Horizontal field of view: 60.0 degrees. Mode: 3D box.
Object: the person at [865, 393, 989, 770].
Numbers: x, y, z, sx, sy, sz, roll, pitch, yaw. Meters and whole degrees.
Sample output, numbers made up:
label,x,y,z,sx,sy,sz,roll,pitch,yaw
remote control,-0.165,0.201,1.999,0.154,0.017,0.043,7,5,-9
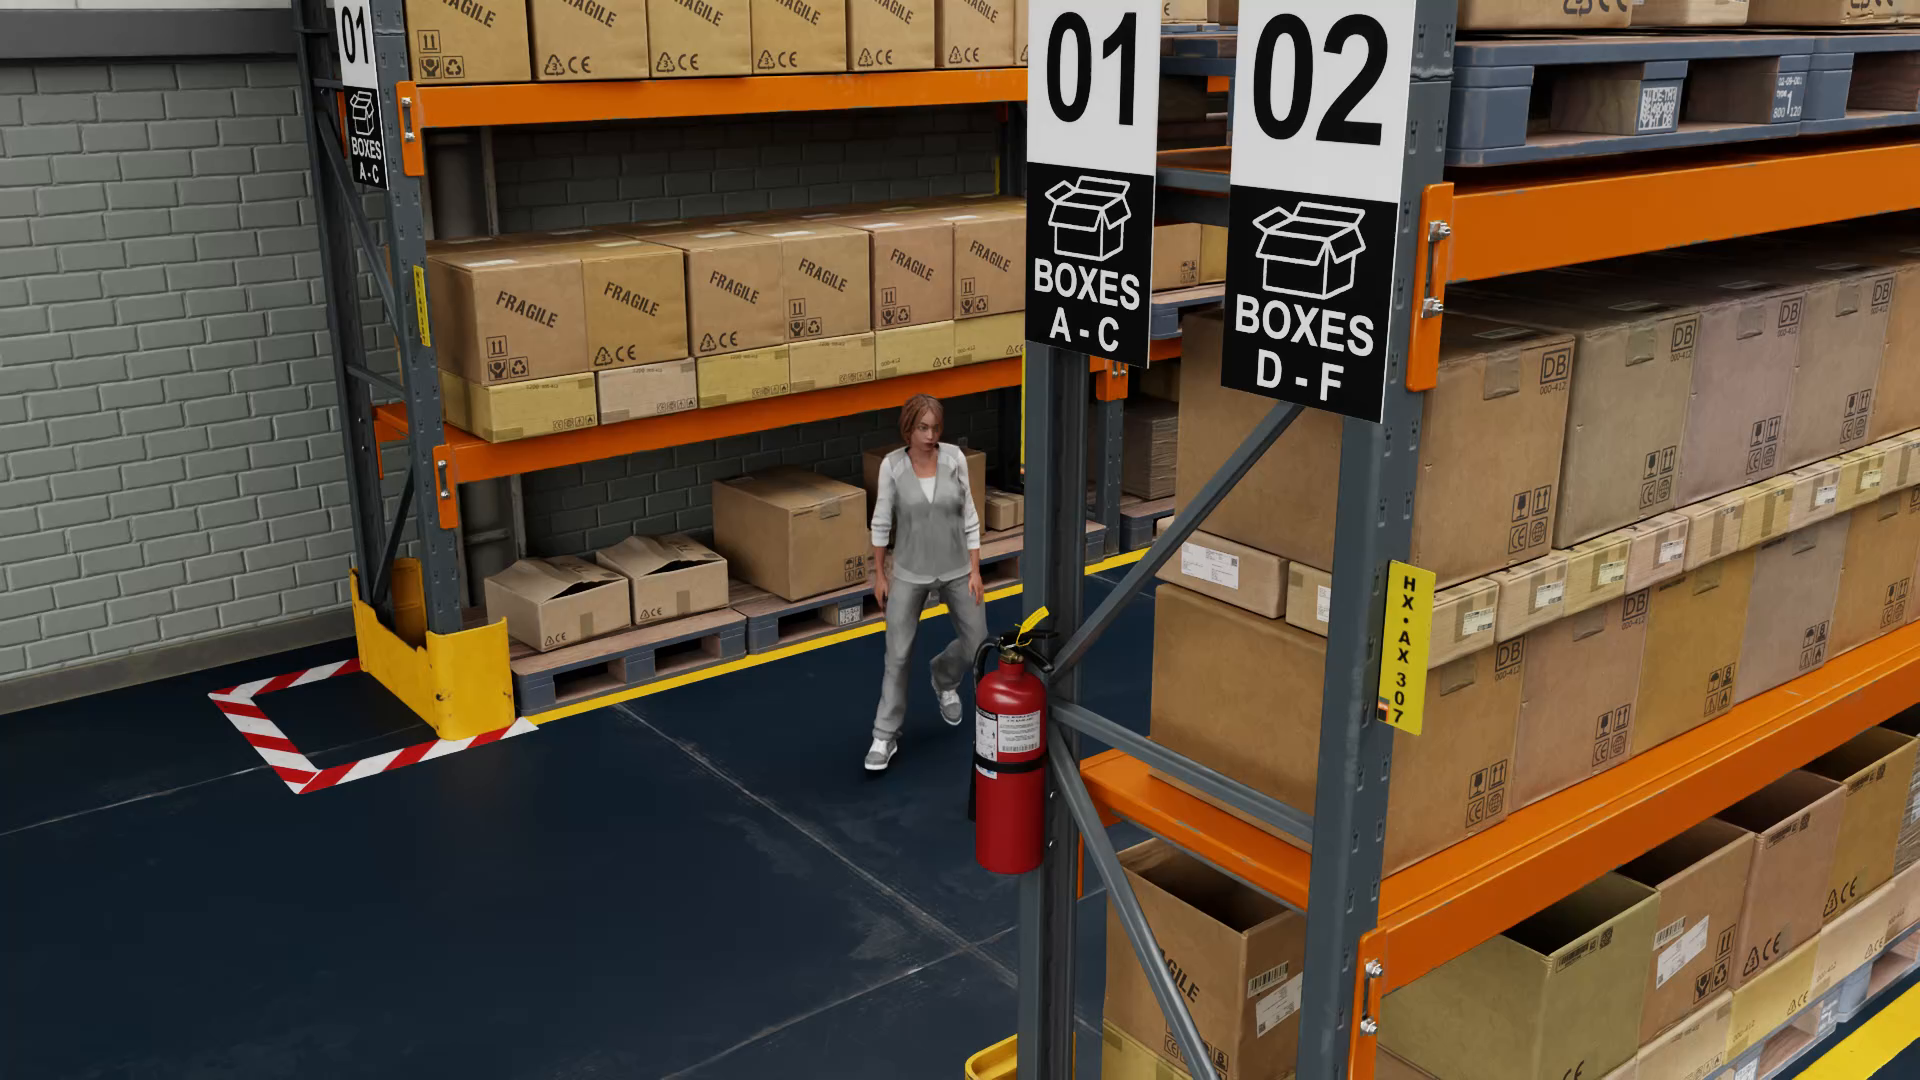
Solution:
label,x,y,z,sx,sy,sz,roll,pitch,yaw
person,-0.165,0.146,7.061,0.545,1.594,0.507,-3,18,-8
